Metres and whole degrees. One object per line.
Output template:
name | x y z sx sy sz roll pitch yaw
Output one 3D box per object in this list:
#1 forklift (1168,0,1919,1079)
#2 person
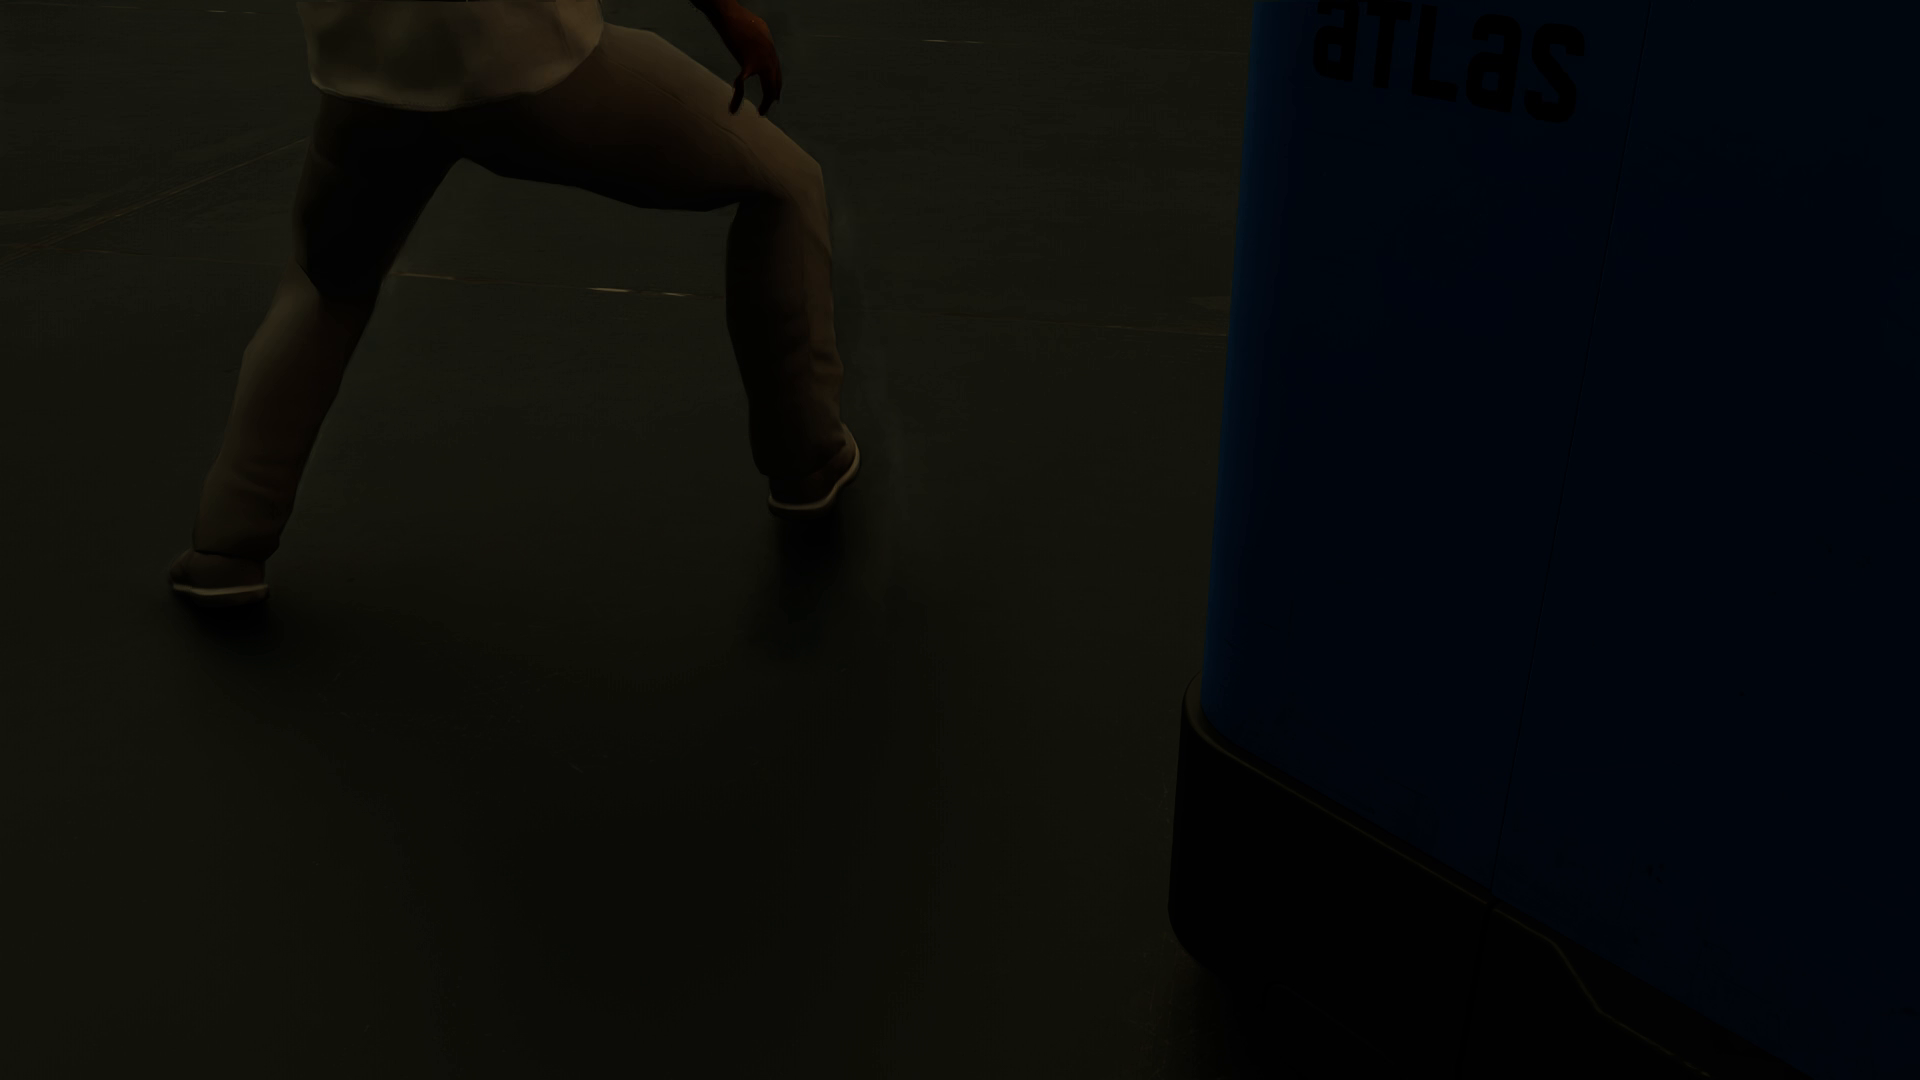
forklift | 1.529 -0.509 0.255 1.130 2.935 3.031 -20 33 -35
person | -0.670 -0.658 2.186 0.906 1.534 0.783 11 29 20
